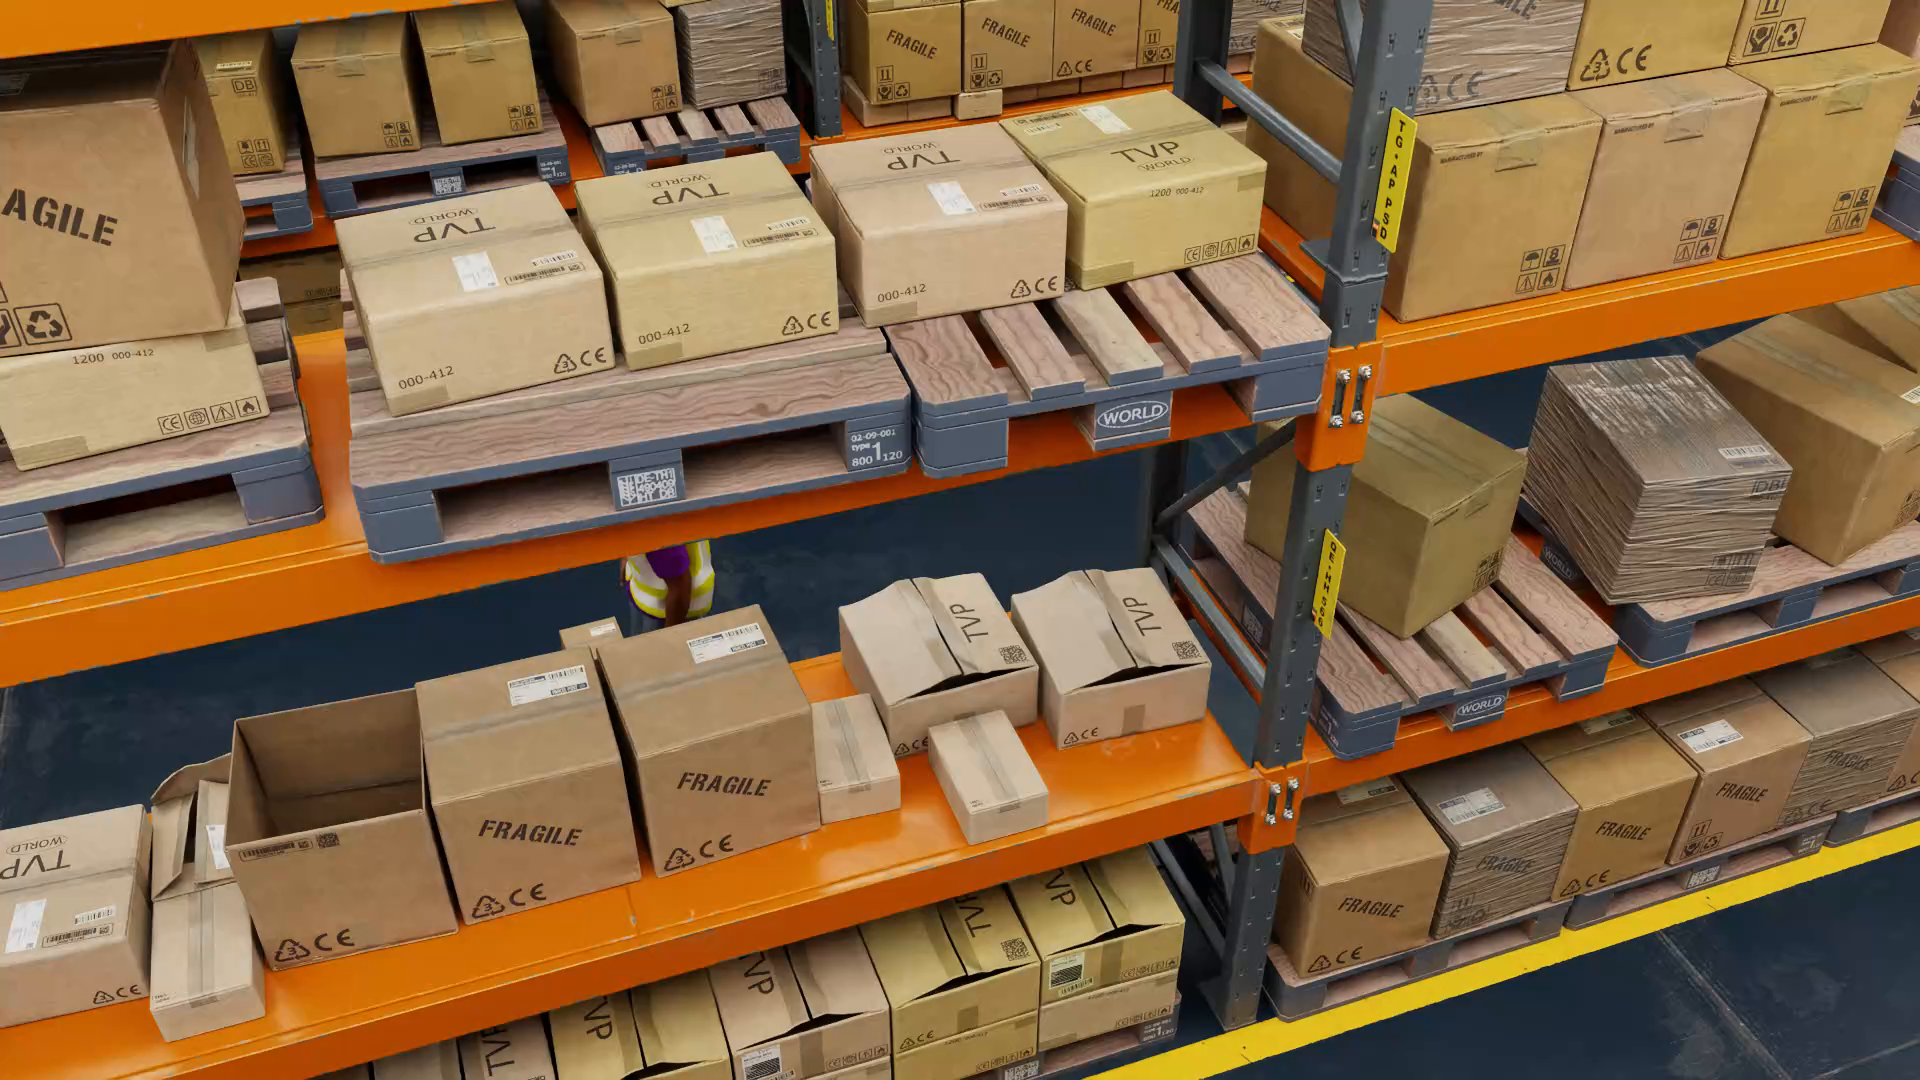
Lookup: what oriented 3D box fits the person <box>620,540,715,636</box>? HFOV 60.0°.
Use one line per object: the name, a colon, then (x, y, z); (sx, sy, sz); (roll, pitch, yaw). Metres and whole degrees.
person: (-1.199, 0.211, 6.494); (0.462, 1.760, 0.635); (-13, 39, -17)
